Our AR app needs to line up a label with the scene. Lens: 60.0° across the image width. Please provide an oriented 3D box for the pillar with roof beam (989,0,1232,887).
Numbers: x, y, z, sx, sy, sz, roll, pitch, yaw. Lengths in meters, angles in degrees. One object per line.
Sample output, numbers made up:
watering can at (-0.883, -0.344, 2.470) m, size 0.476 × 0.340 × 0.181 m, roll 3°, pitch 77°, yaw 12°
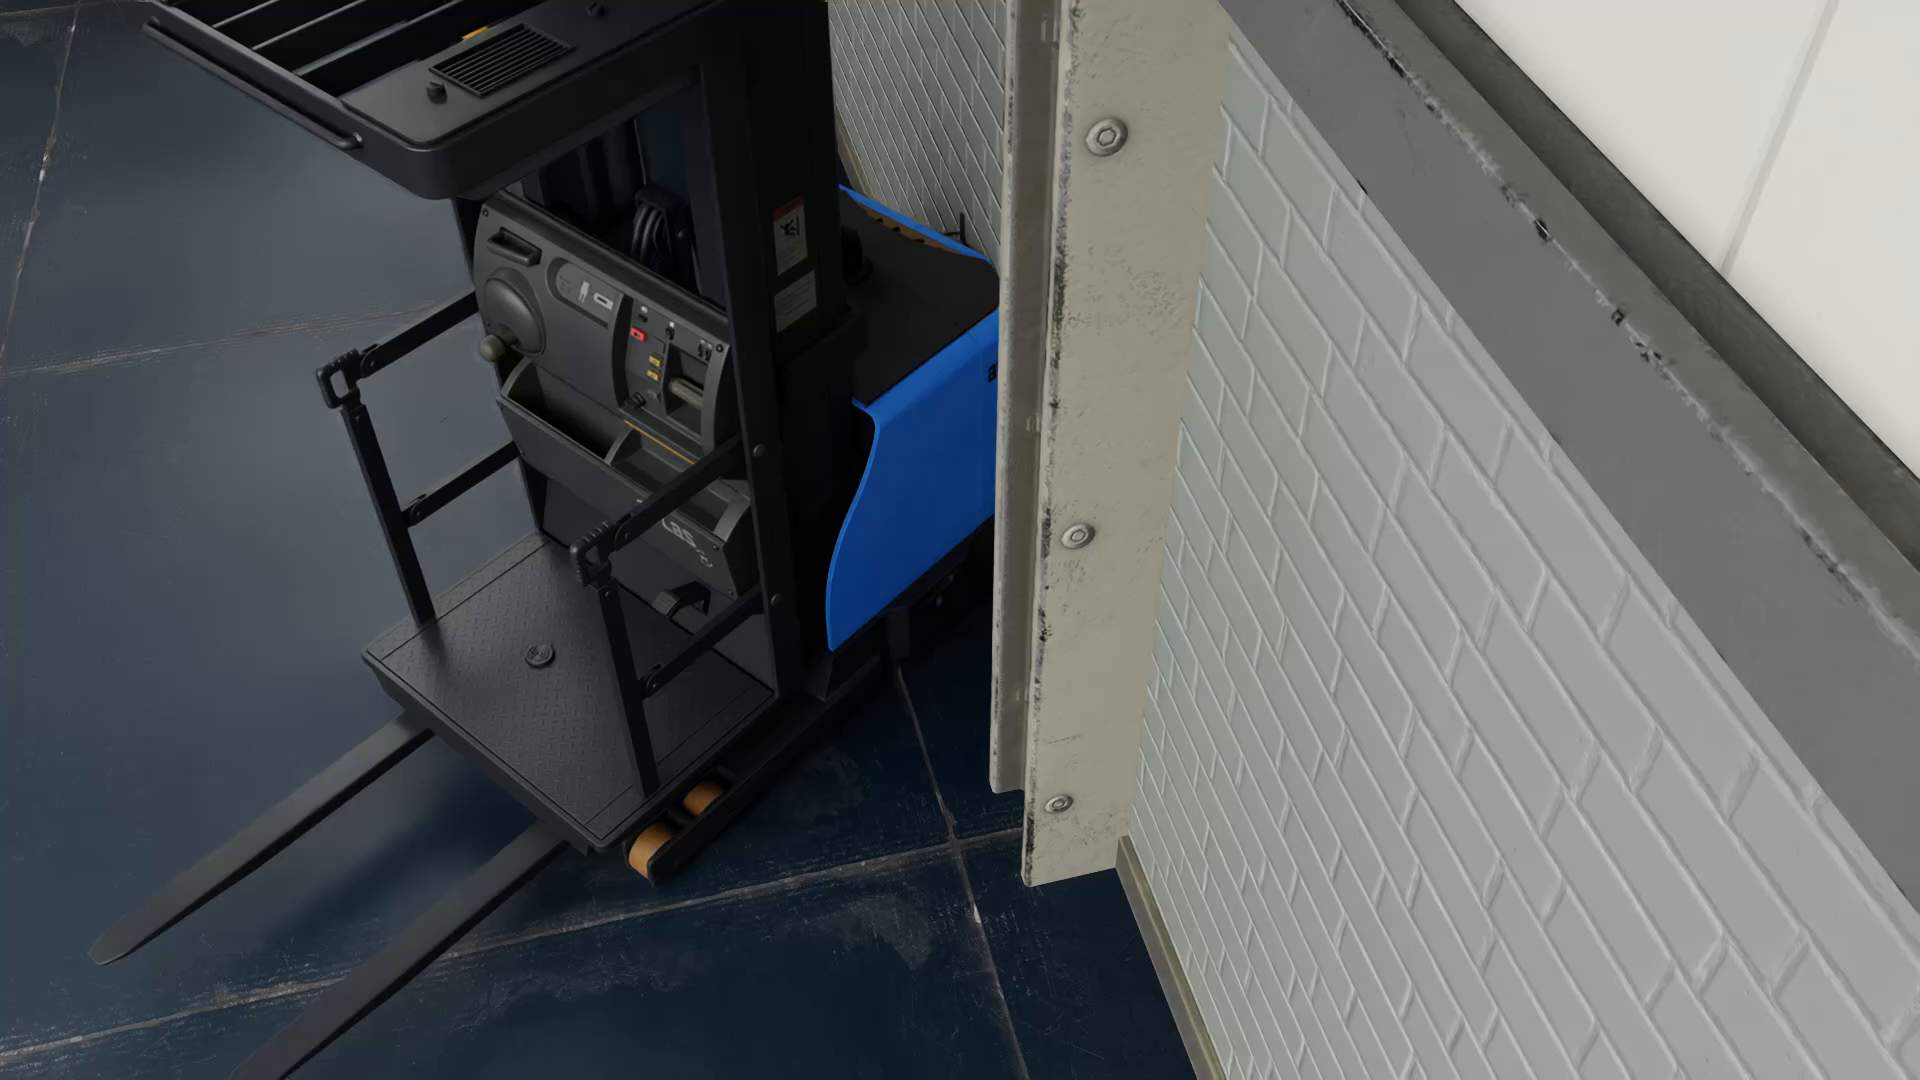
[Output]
pillar with roof beam at (-3.875, -1.530, 0.949) m, size 9.100 × 9.000 × 0.400 m, roll -11°, pitch 47°, yaw -10°

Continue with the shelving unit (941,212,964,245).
shelving unit at (-0.049, -0.572, 5.576) m, size 0.215 × 1.050 × 0.252 m, roll -10°, pitch 45°, yaw -9°

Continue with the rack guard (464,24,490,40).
rack guard at (-1.936, -2.823, 8.167) m, size 1.175 × 0.500 × 0.348 m, roll -11°, pitch 47°, yaw -10°

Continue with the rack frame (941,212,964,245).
rack frame at (-0.076, -0.655, 5.660) m, size 0.200 × 1.050 × 0.008 m, roll -10°, pitch 45°, yaw -9°

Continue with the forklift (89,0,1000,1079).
forklift at (-1.066, -0.459, 4.148) m, size 1.130 × 2.935 × 3.031 m, roll 31°, pitch 53°, yaw 27°
